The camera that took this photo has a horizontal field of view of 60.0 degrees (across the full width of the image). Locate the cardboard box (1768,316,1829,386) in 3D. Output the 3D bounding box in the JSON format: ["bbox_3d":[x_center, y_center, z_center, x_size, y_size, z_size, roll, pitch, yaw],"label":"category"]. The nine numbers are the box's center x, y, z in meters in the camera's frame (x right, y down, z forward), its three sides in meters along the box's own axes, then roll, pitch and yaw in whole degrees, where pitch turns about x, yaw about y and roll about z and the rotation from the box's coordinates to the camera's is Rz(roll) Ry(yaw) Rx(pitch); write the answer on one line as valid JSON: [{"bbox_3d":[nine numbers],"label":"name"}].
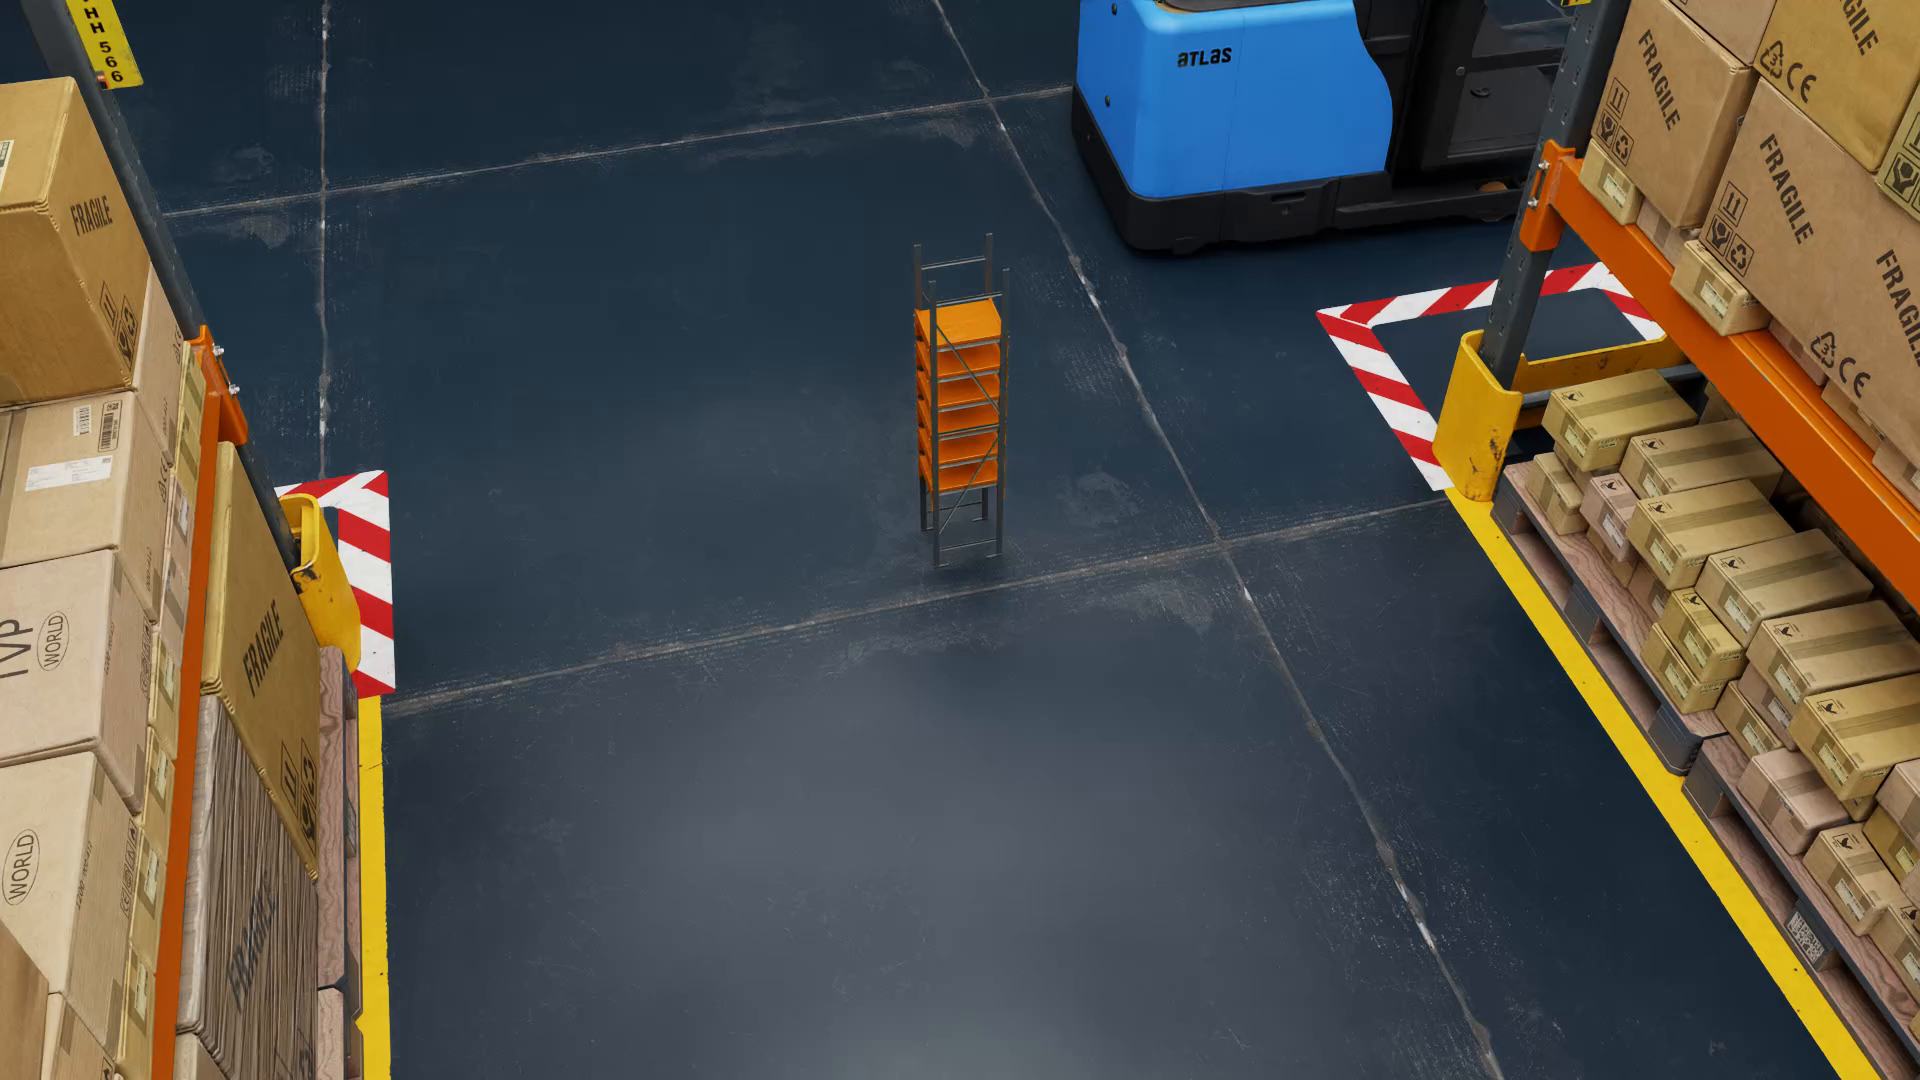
[{"bbox_3d":[2.385,-0.562,4.376,0.380,0.149,0.250,-9,46,-8],"label":"cardboard box"}]

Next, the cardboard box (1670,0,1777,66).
[{"bbox_3d":[2.156,-1.582,4.221,0.500,0.500,0.500,-11,47,-11],"label":"cardboard box"}]

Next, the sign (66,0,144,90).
[{"bbox_3d":[-1.995,-1.192,3.841,0.100,0.325,0.005,-11,47,-10],"label":"sign"}]

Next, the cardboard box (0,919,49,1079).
[{"bbox_3d":[-1.631,0.757,2.280,0.500,0.500,0.500,-12,47,-12],"label":"cardboard box"}]

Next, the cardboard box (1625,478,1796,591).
[{"bbox_3d":[2.231,-0.019,4.954,0.380,0.149,0.250,-11,47,-10],"label":"cardboard box"}]

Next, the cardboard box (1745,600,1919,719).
[{"bbox_3d":[2.436,0.331,4.611,0.380,0.149,0.250,-9,46,-9],"label":"cardboard box"}]

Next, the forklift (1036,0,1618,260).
[{"bbox_3d":[1.913,-2.717,6.360,3.031,2.935,1.130,-9,46,-8],"label":"forklift"}]

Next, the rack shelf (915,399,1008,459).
[{"bbox_3d":[0.004,-0.379,5.343,0.258,0.103,0.180,-11,47,-10],"label":"rack shelf"}]

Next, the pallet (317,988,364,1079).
[{"bbox_3d":[-1.934,1.741,3.896,1.003,0.211,1.213,-11,47,-10],"label":"pallet"}]

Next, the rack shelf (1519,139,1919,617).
[{"bbox_3d":[2.810,0.182,3.975,1.077,0.370,4.000,-11,47,-10],"label":"rack shelf"}]

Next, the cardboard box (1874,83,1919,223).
[{"bbox_3d":[2.403,-0.871,3.525,0.500,0.500,0.500,-12,47,-11],"label":"cardboard box"}]

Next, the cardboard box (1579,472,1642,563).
[{"bbox_3d":[2.199,-0.096,5.238,0.380,0.149,0.250,-11,47,-11],"label":"cardboard box"}]

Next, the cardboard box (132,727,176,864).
[{"bbox_3d":[-1.784,0.544,3.293,0.380,0.149,0.250,-11,47,-10],"label":"cardboard box"}]

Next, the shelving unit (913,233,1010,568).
[{"bbox_3d":[0.004,-0.410,5.312,0.258,1.200,0.189,-11,47,-10],"label":"shelving unit"}]

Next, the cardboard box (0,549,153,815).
[{"bbox_3d":[-1.882,0.322,3.231,0.500,0.250,0.500,-12,47,-12],"label":"cardboard box"}]

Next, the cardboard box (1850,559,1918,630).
[{"bbox_3d":[2.813,0.171,4.976,0.380,0.149,0.250,-11,47,-11],"label":"cardboard box"}]

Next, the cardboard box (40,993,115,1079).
[{"bbox_3d":[-1.627,1.023,2.544,0.500,0.250,0.500,-10,46,-9],"label":"cardboard box"}]

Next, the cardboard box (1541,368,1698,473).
[{"bbox_3d":[2.103,-0.384,5.312,0.380,0.149,0.250,-13,47,-12],"label":"cardboard box"}]

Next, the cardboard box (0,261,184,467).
[{"bbox_3d":[-2.142,-0.379,3.918,0.500,0.250,0.500,-11,47,-11],"label":"cardboard box"}]

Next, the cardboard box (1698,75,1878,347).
[{"bbox_3d":[2.307,-0.865,4.219,0.500,0.500,0.500,-11,47,-10],"label":"cardboard box"}]

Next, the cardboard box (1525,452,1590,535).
[{"bbox_3d":[2.122,-0.180,5.528,0.380,0.149,0.250,-10,46,-10],"label":"cardboard box"}]

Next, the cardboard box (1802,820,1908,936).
[{"bbox_3d":[2.531,0.886,4.484,0.380,0.149,0.250,-11,47,-10],"label":"cardboard box"}]

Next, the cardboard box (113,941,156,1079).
[{"bbox_3d":[-1.654,0.895,2.949,0.380,0.149,0.250,-12,47,-11],"label":"cardboard box"}]

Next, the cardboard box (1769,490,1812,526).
[{"bbox_3d":[2.723,-0.202,5.341,0.380,0.149,0.250,-12,47,-11],"label":"cardboard box"}]

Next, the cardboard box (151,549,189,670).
[{"bbox_3d":[-1.919,0.186,3.644,0.380,0.149,0.250,-10,46,-10],"label":"cardboard box"}]

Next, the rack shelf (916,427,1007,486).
[{"bbox_3d":[0.004,-0.295,5.429,0.258,0.103,0.180,-11,47,-10],"label":"rack shelf"}]

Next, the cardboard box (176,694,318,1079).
[{"bbox_3d":[-2.049,1.038,3.826,0.875,0.875,0.875,-11,47,-10],"label":"cardboard box"}]

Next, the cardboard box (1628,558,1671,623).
[{"bbox_3d":[2.339,0.156,5.199,0.380,0.149,0.250,-10,46,-10],"label":"cardboard box"}]

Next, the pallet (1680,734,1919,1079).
[{"bbox_3d":[2.800,0.986,4.636,1.003,0.211,1.213,-11,47,-10],"label":"pallet"}]

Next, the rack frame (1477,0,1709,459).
[{"bbox_3d":[2.298,-1.451,5.072,1.000,3.000,0.127,-11,47,-10],"label":"rack frame"}]

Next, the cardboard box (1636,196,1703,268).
[{"bbox_3d":[2.169,-0.911,4.719,0.380,0.149,0.250,-9,46,-9],"label":"cardboard box"}]

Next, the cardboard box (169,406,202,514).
[{"bbox_3d":[-2.045,-0.161,3.984,0.380,0.149,0.250,-10,46,-10],"label":"cardboard box"}]

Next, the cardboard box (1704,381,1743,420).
[{"bbox_3d":[2.678,-0.489,5.415,0.380,0.149,0.250,-10,46,-10],"label":"cardboard box"}]

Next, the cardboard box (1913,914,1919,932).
[{"bbox_3d":[2.664,0.980,4.183,0.380,0.149,0.250,-13,47,-12],"label":"cardboard box"}]

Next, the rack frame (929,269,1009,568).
[{"bbox_3d":[0.027,-0.347,5.250,0.240,1.200,0.006,-11,47,-10],"label":"rack frame"}]

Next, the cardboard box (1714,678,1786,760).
[{"bbox_3d":[2.456,0.511,4.851,0.380,0.149,0.250,-11,47,-10],"label":"cardboard box"}]

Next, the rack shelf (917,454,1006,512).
[{"bbox_3d":[0.004,-0.211,5.515,0.258,0.103,0.180,-11,47,-10],"label":"rack shelf"}]

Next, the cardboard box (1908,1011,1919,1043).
[{"bbox_3d":[2.627,1.239,4.138,0.380,0.149,0.250,-11,47,-10],"label":"cardboard box"}]

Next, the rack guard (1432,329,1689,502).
[{"bbox_3d":[2.317,-0.524,5.913,1.175,0.500,0.348,-11,47,-10],"label":"rack guard"}]

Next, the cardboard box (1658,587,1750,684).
[{"bbox_3d":[2.308,0.254,4.895,0.380,0.149,0.250,-9,46,-9],"label":"cardboard box"}]

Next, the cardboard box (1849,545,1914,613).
[{"bbox_3d":[2.881,0.041,4.895,0.380,0.149,0.250,-12,47,-12],"label":"cardboard box"}]

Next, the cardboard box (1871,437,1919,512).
[{"bbox_3d":[2.466,-0.195,4.016,0.380,0.149,0.250,-12,47,-11],"label":"cardboard box"}]

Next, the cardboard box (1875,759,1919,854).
[{"bbox_3d":[2.616,0.677,4.272,0.380,0.149,0.250,-11,47,-10],"label":"cardboard box"}]

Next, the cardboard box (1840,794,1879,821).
[{"bbox_3d":[2.577,0.599,4.556,0.380,0.149,0.250,-9,46,-8],"label":"cardboard box"}]
